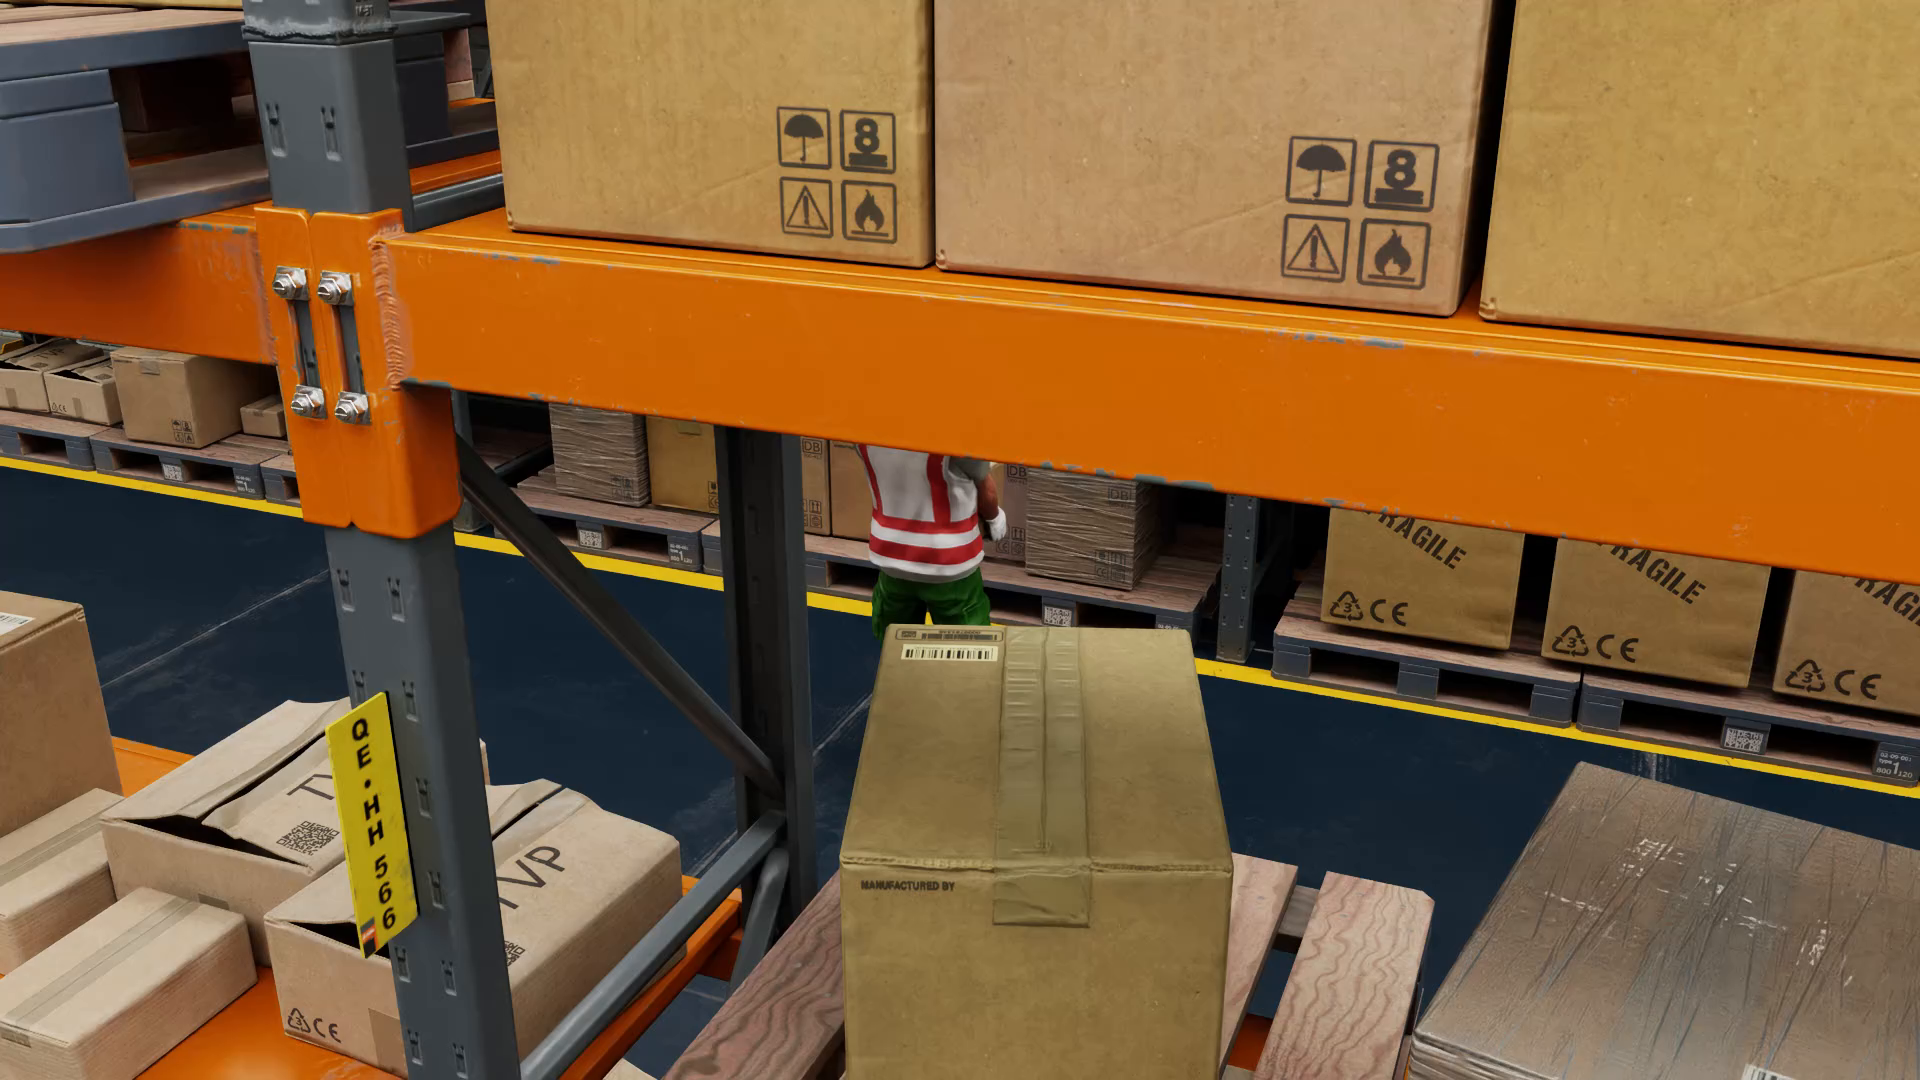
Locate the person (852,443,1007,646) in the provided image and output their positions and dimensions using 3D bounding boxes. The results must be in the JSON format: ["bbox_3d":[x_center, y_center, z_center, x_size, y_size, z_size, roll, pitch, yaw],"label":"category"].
[{"bbox_3d":[-0.090,0.053,5.936,0.494,1.782,0.560,9,24,21],"label":"person"}]
